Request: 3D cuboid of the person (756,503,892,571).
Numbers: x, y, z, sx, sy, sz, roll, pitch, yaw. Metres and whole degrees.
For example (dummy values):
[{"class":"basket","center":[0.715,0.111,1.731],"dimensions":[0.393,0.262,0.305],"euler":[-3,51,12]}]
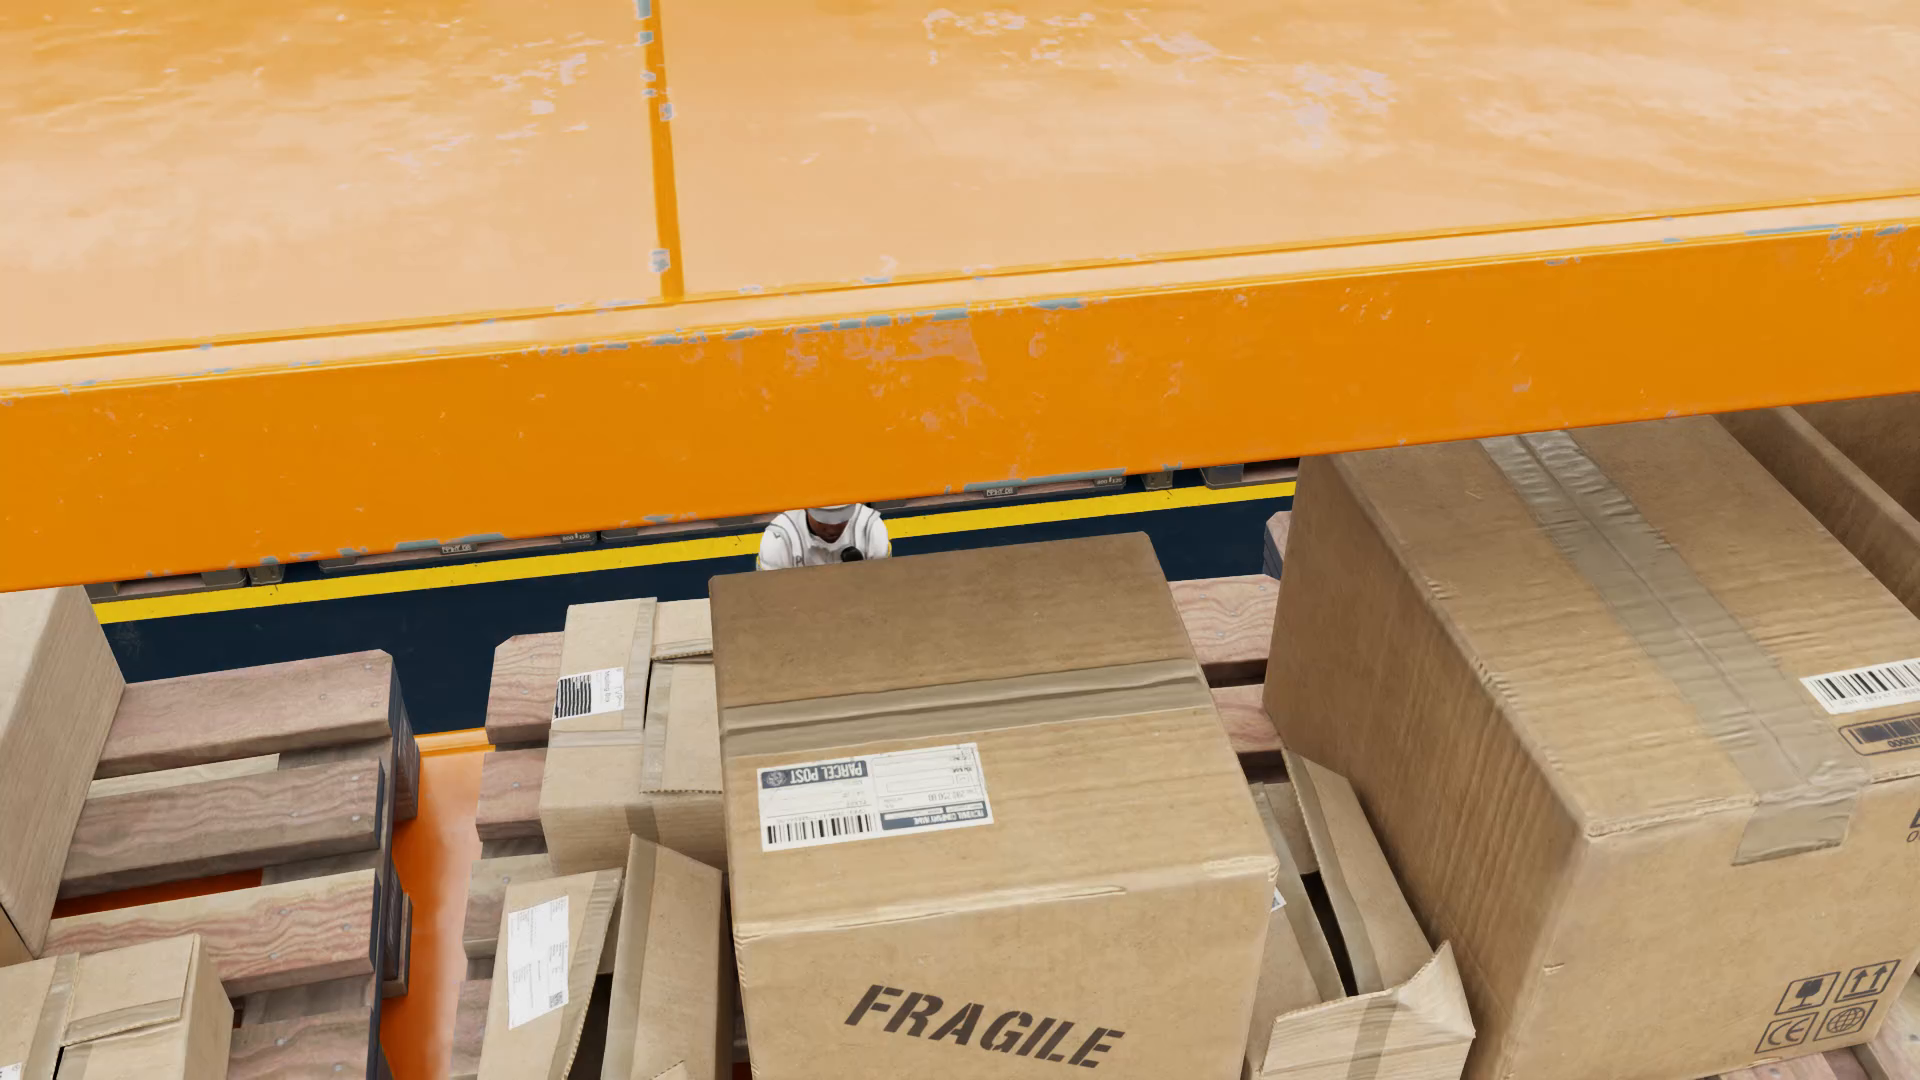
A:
[{"class":"person","center":[-0.457,0.381,5.678],"dimensions":[0.530,1.663,0.391],"euler":[-7,39,-9]}]
